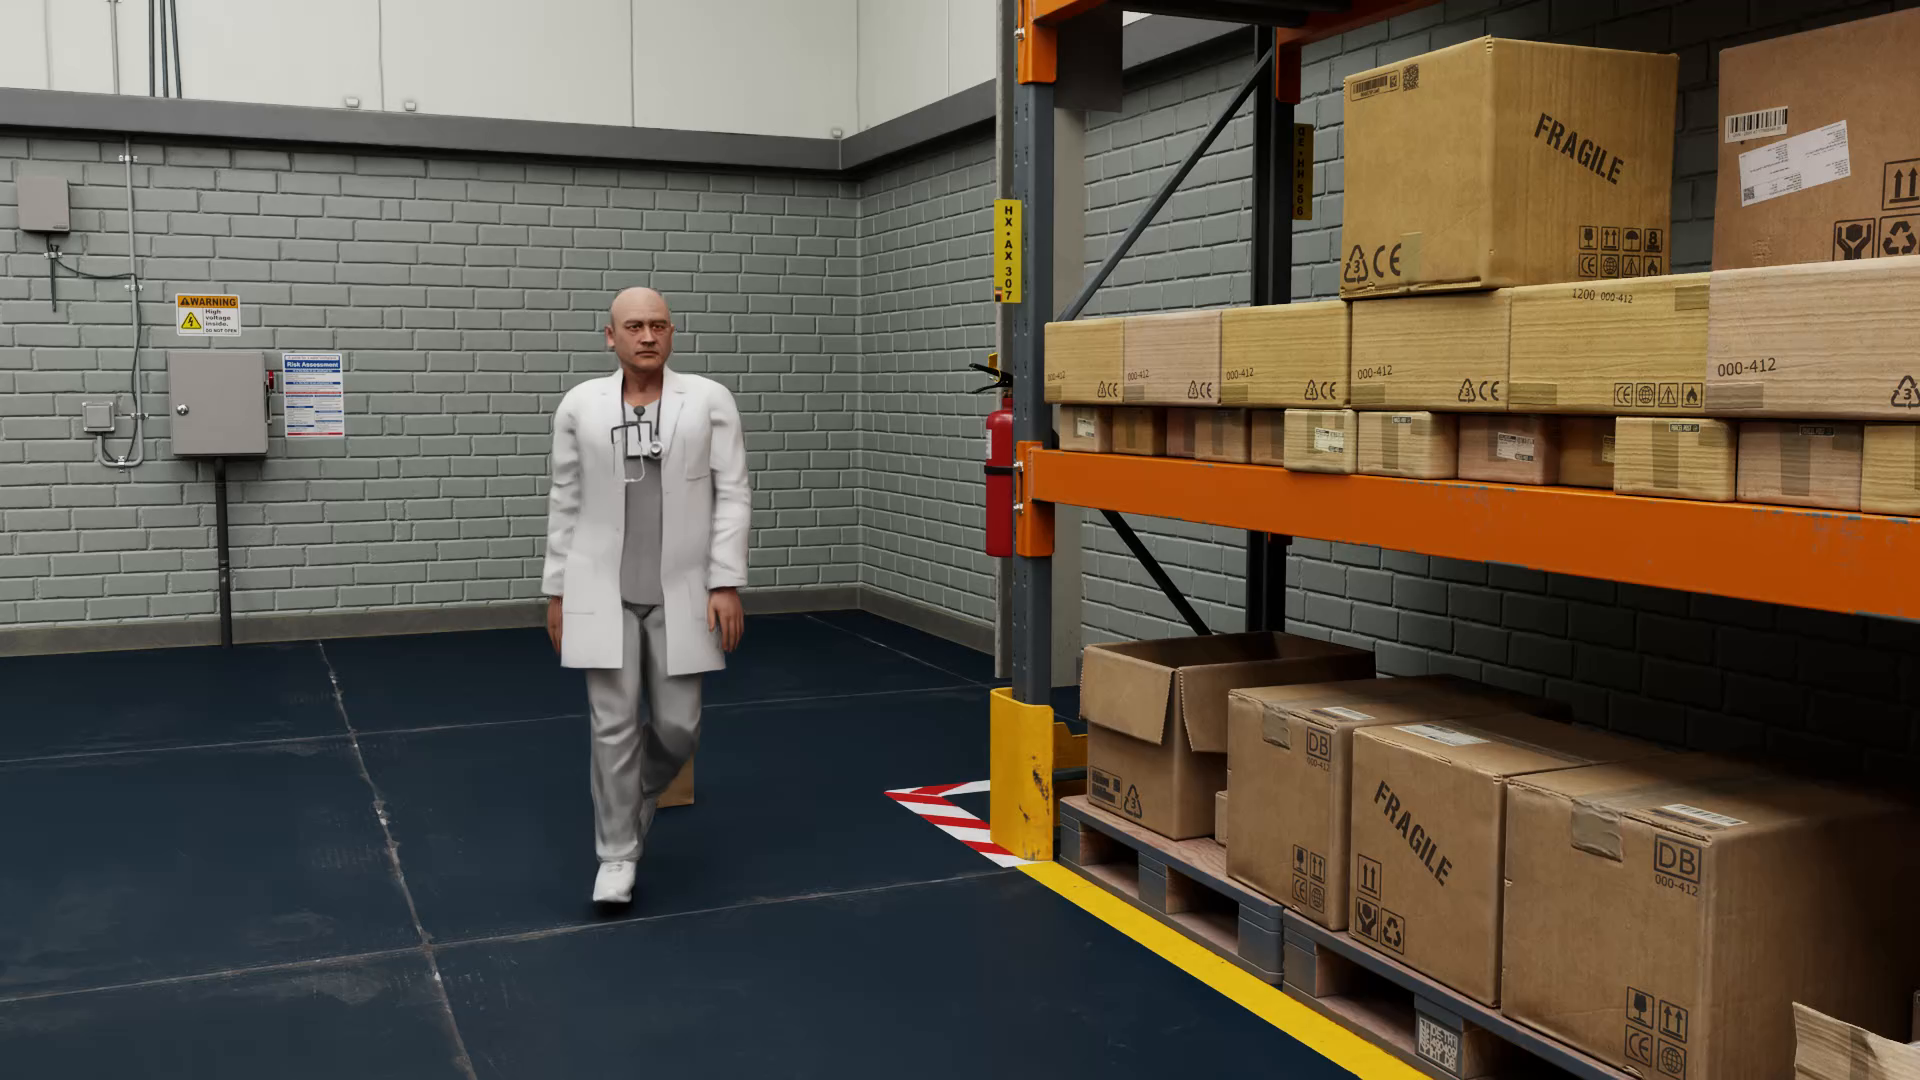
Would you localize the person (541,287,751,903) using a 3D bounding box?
[{"bbox_3d":[-0.921,0.143,4.942,0.616,1.758,0.694,0,5,-3],"label":"person"}]
